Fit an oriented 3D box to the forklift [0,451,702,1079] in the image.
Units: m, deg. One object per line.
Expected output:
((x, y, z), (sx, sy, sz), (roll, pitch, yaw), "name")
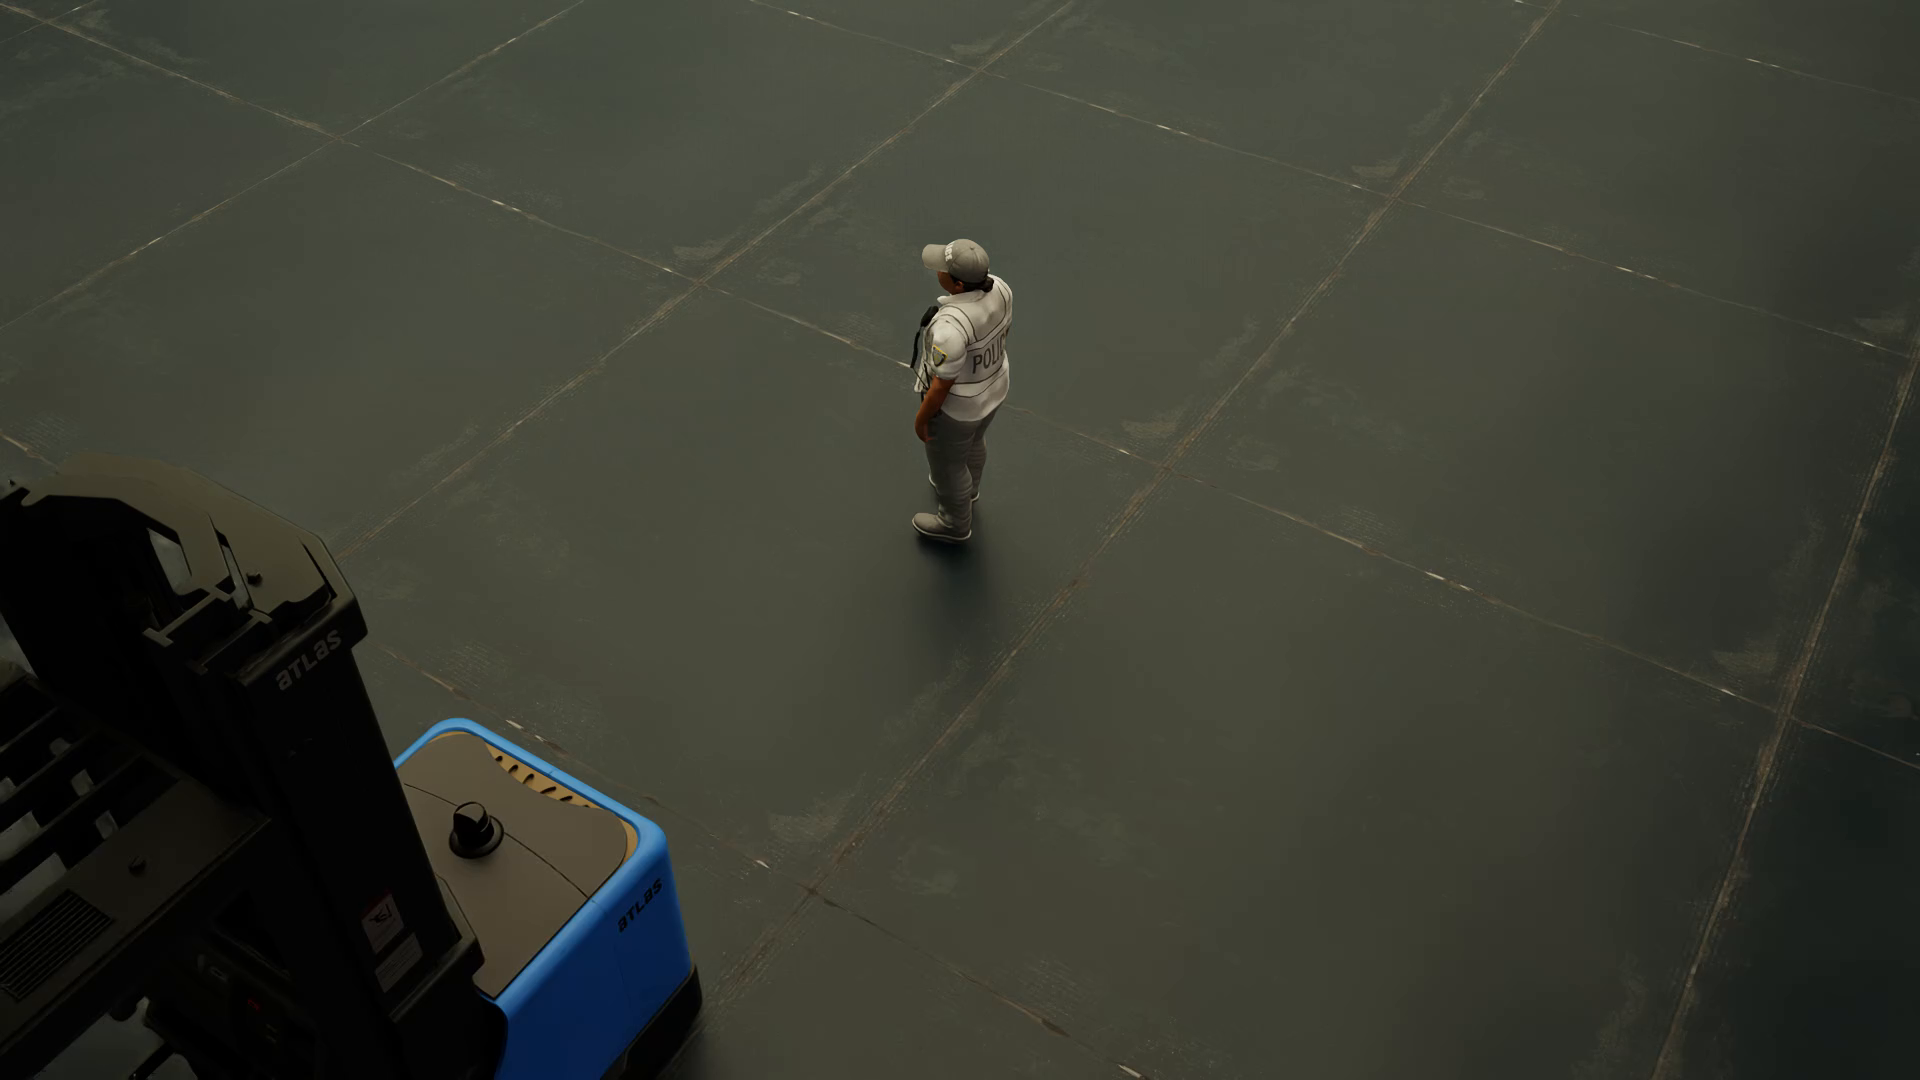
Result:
((-2.156, 1.345, 4.430), (1.130, 2.935, 3.031), (24, 48, 23), "forklift")

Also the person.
((-0.052, -0.681, 7.416), (0.528, 1.669, 0.599), (24, 48, 23), "person")
